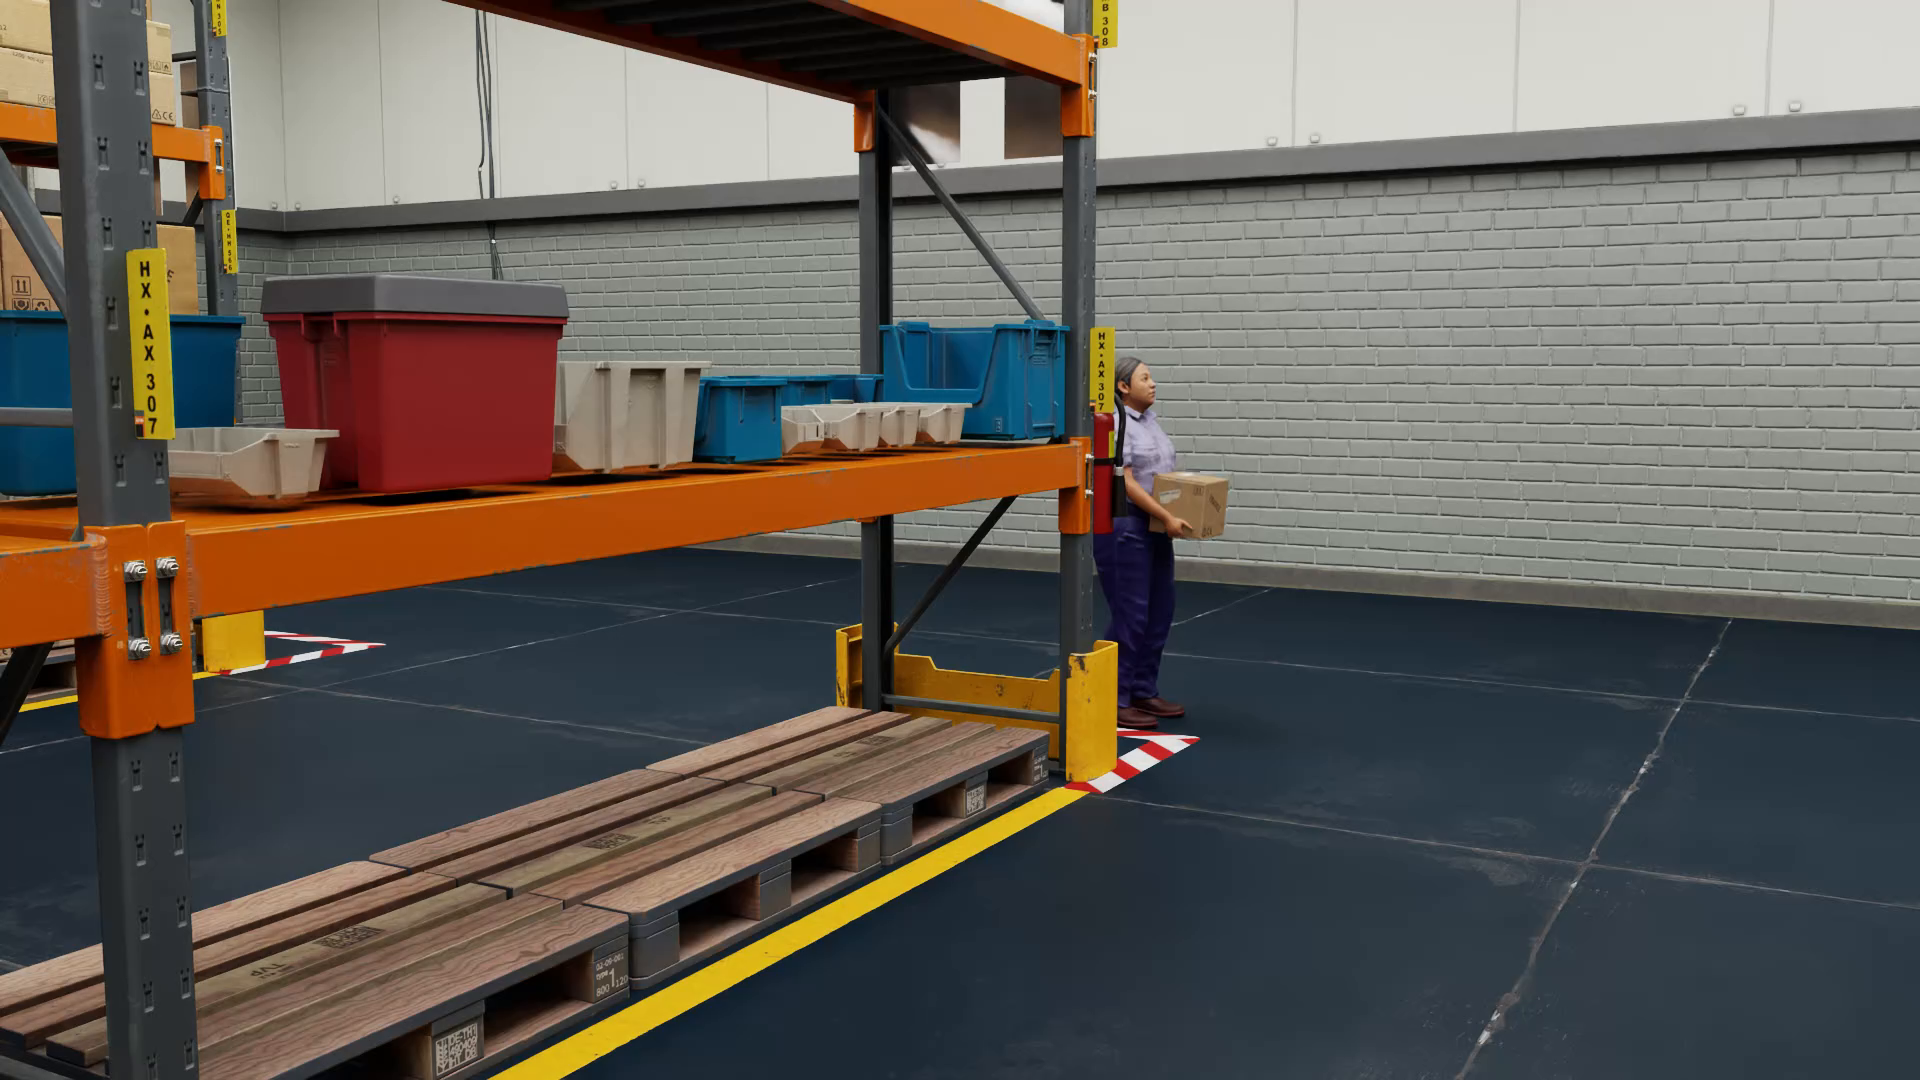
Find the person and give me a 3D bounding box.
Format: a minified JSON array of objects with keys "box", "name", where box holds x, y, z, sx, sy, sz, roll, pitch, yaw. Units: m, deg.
[{"box":[0.862,0.001,7.454,0.518,1.640,0.460,4,7,32],"name":"person"}]
